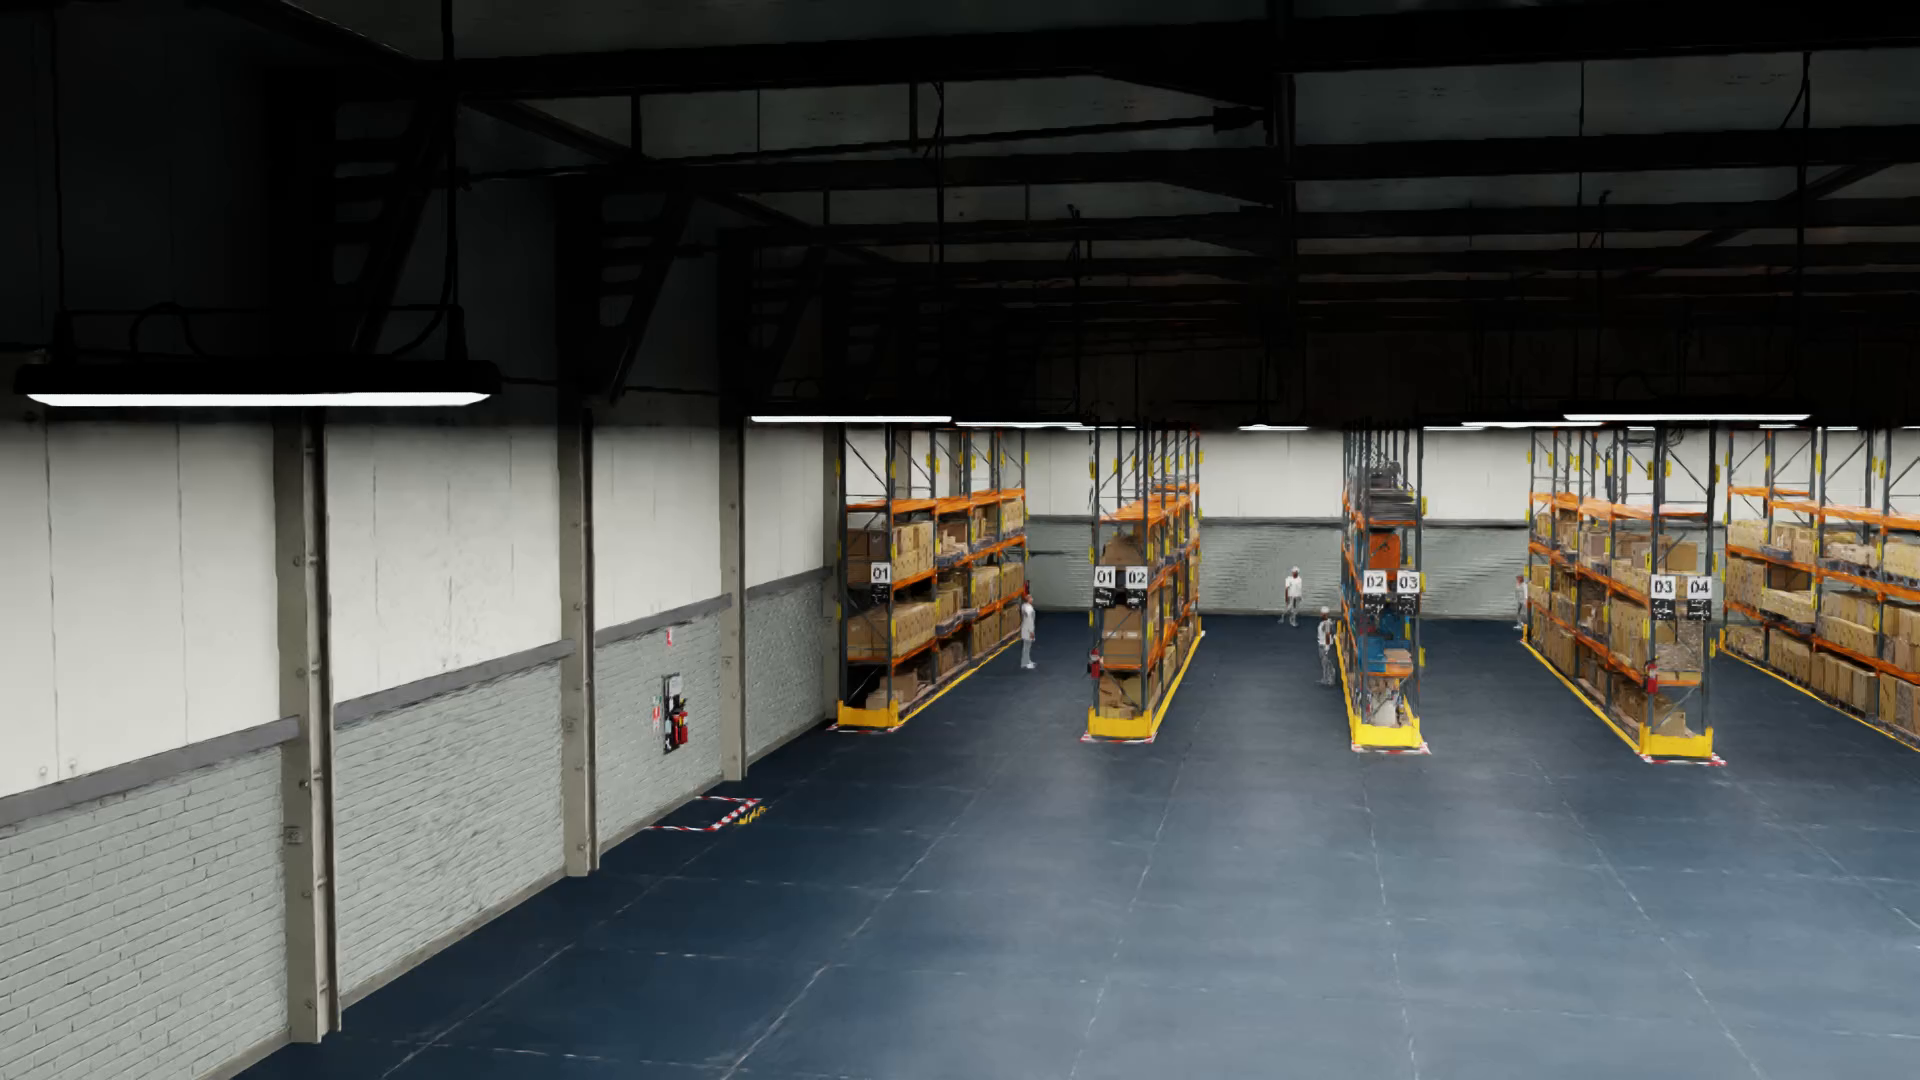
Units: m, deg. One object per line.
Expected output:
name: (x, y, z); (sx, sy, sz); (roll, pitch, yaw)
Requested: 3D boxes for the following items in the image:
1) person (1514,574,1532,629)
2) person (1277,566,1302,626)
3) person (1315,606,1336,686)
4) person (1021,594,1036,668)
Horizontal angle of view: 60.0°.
person: (16.424, 1.793, 48.485); (0.520, 1.586, 0.457); (-2, 4, -28)
person: (9.773, 1.651, 49.171); (0.739, 1.758, 0.531); (-2, 4, -28)
person: (8.282, 2.379, 37.623); (0.423, 1.788, 0.665); (0, 4, 5)
person: (1.682, 2.189, 40.417); (0.451, 1.782, 0.661); (-1, 4, -11)
